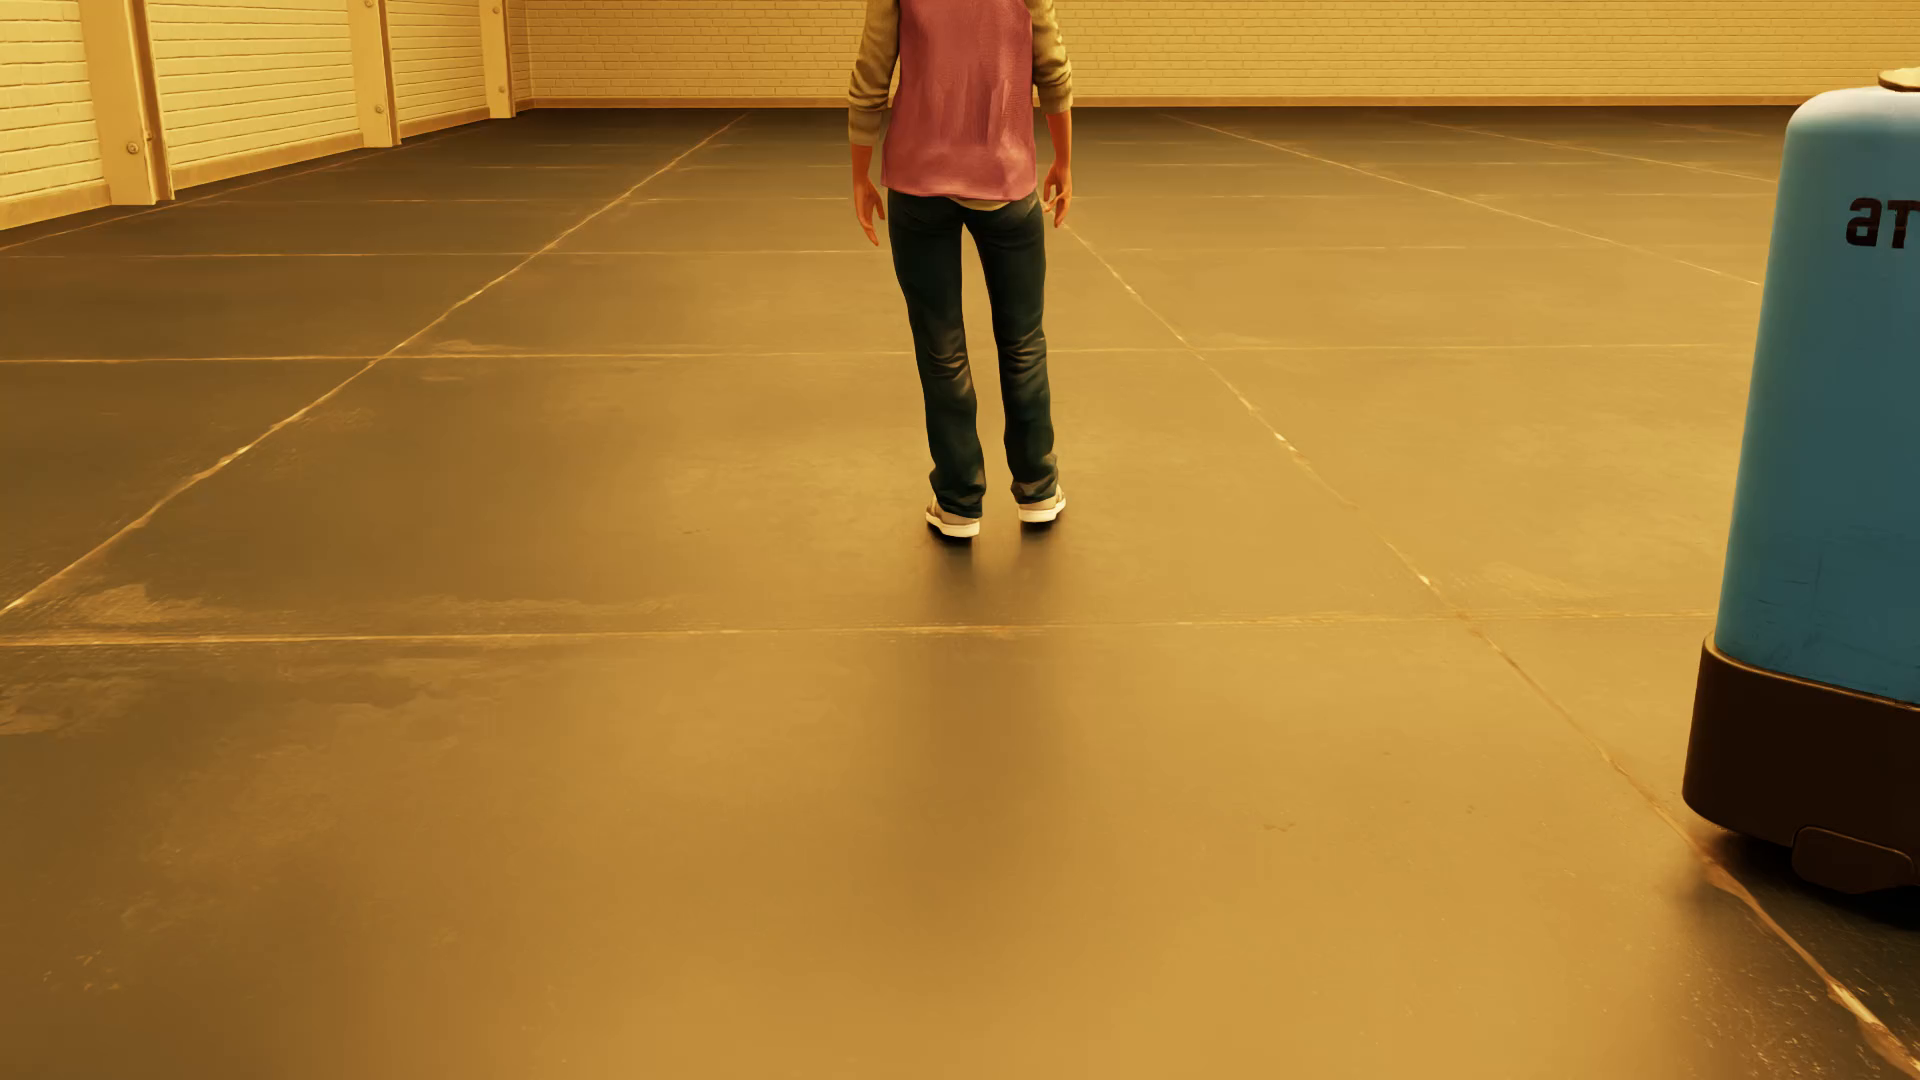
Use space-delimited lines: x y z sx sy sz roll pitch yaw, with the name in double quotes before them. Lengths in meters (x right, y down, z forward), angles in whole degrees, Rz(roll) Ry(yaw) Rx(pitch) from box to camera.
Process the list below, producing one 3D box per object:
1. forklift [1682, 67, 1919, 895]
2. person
"forklift" 2.482 -0.759 1.388 3.031 2.935 1.130 15 23 40
"person" 0.010 -0.792 3.753 0.520 1.596 0.475 -1 17 -3
